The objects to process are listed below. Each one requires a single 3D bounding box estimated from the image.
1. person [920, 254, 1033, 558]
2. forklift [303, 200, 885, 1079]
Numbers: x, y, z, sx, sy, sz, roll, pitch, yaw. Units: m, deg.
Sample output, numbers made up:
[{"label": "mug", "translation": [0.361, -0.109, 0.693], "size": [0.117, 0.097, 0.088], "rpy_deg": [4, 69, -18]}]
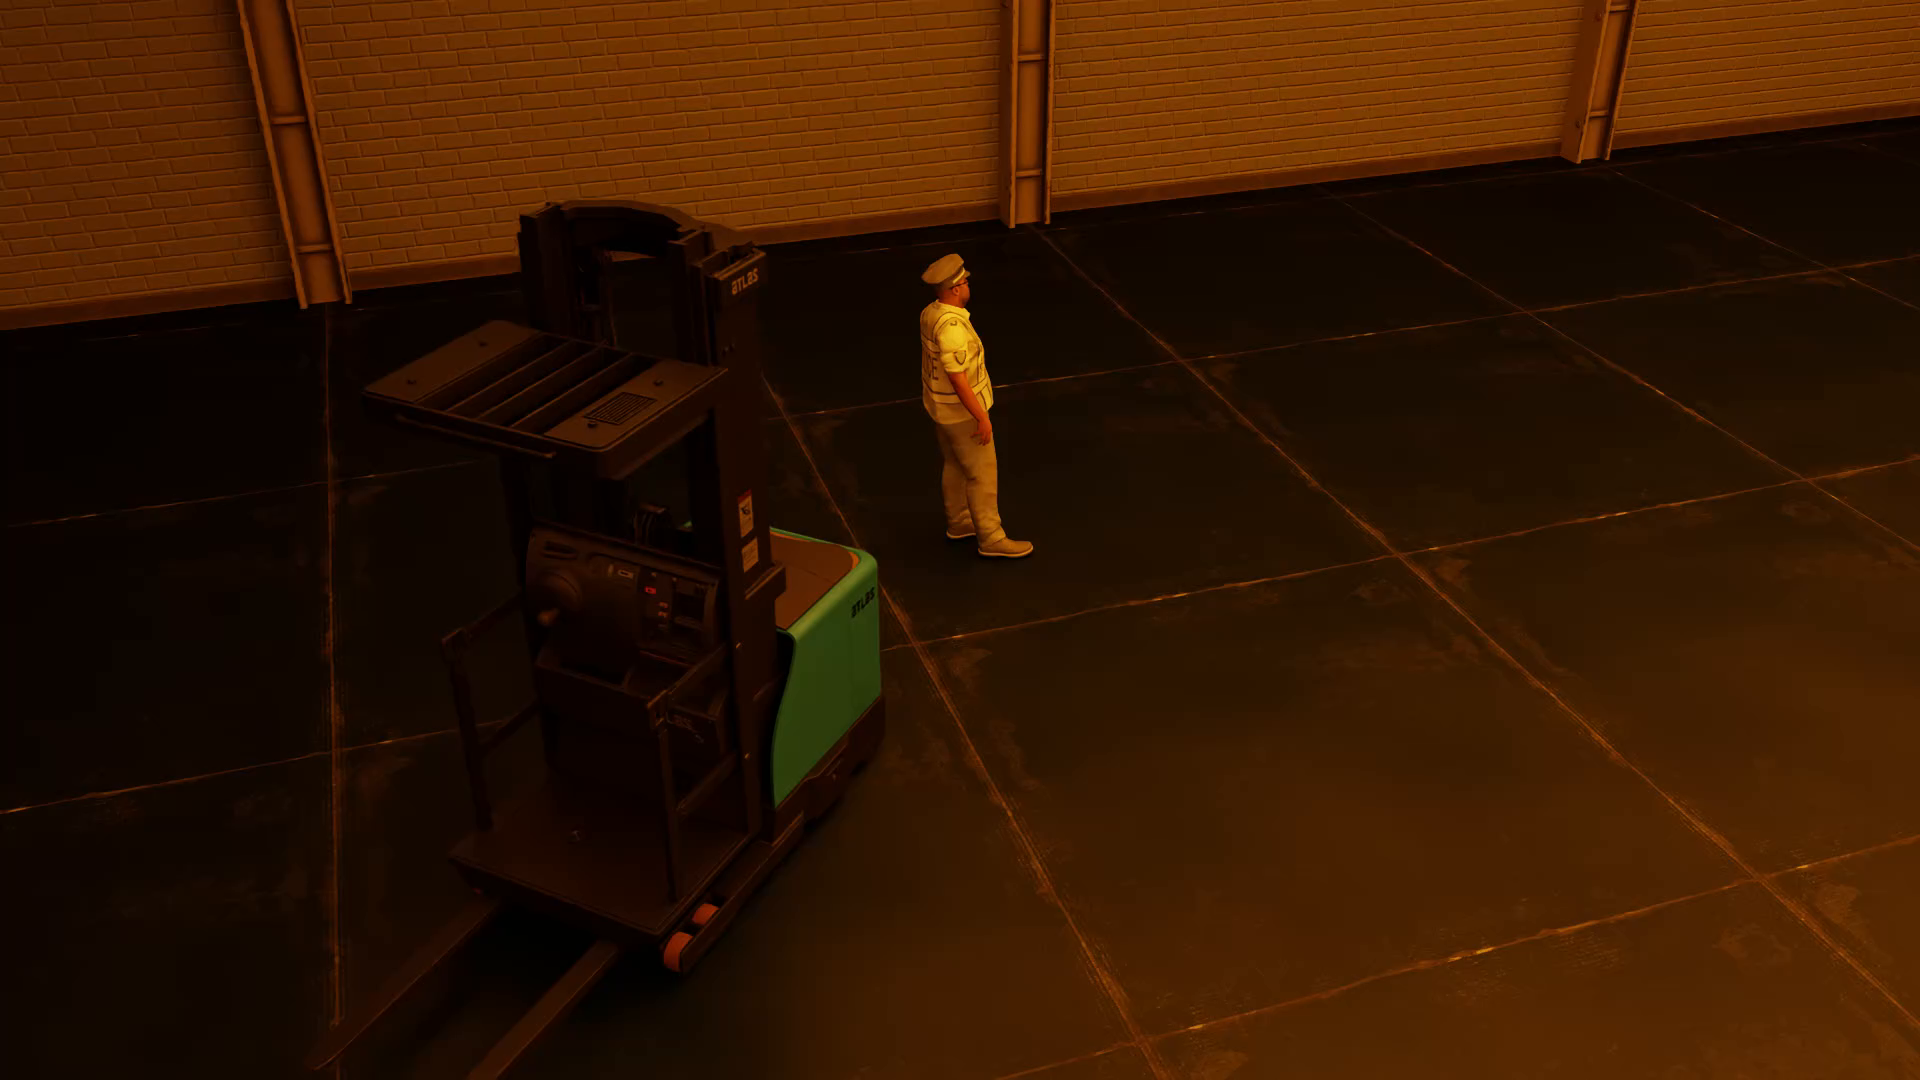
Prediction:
[{"label": "person", "translation": [0.077, -0.785, 9.589], "size": [0.575, 1.781, 0.640], "rpy_deg": [-10, 31, -16]}, {"label": "forklift", "translation": [-1.475, 0.274, 6.611], "size": [1.130, 2.935, 3.031], "rpy_deg": [14, 33, 23]}]
